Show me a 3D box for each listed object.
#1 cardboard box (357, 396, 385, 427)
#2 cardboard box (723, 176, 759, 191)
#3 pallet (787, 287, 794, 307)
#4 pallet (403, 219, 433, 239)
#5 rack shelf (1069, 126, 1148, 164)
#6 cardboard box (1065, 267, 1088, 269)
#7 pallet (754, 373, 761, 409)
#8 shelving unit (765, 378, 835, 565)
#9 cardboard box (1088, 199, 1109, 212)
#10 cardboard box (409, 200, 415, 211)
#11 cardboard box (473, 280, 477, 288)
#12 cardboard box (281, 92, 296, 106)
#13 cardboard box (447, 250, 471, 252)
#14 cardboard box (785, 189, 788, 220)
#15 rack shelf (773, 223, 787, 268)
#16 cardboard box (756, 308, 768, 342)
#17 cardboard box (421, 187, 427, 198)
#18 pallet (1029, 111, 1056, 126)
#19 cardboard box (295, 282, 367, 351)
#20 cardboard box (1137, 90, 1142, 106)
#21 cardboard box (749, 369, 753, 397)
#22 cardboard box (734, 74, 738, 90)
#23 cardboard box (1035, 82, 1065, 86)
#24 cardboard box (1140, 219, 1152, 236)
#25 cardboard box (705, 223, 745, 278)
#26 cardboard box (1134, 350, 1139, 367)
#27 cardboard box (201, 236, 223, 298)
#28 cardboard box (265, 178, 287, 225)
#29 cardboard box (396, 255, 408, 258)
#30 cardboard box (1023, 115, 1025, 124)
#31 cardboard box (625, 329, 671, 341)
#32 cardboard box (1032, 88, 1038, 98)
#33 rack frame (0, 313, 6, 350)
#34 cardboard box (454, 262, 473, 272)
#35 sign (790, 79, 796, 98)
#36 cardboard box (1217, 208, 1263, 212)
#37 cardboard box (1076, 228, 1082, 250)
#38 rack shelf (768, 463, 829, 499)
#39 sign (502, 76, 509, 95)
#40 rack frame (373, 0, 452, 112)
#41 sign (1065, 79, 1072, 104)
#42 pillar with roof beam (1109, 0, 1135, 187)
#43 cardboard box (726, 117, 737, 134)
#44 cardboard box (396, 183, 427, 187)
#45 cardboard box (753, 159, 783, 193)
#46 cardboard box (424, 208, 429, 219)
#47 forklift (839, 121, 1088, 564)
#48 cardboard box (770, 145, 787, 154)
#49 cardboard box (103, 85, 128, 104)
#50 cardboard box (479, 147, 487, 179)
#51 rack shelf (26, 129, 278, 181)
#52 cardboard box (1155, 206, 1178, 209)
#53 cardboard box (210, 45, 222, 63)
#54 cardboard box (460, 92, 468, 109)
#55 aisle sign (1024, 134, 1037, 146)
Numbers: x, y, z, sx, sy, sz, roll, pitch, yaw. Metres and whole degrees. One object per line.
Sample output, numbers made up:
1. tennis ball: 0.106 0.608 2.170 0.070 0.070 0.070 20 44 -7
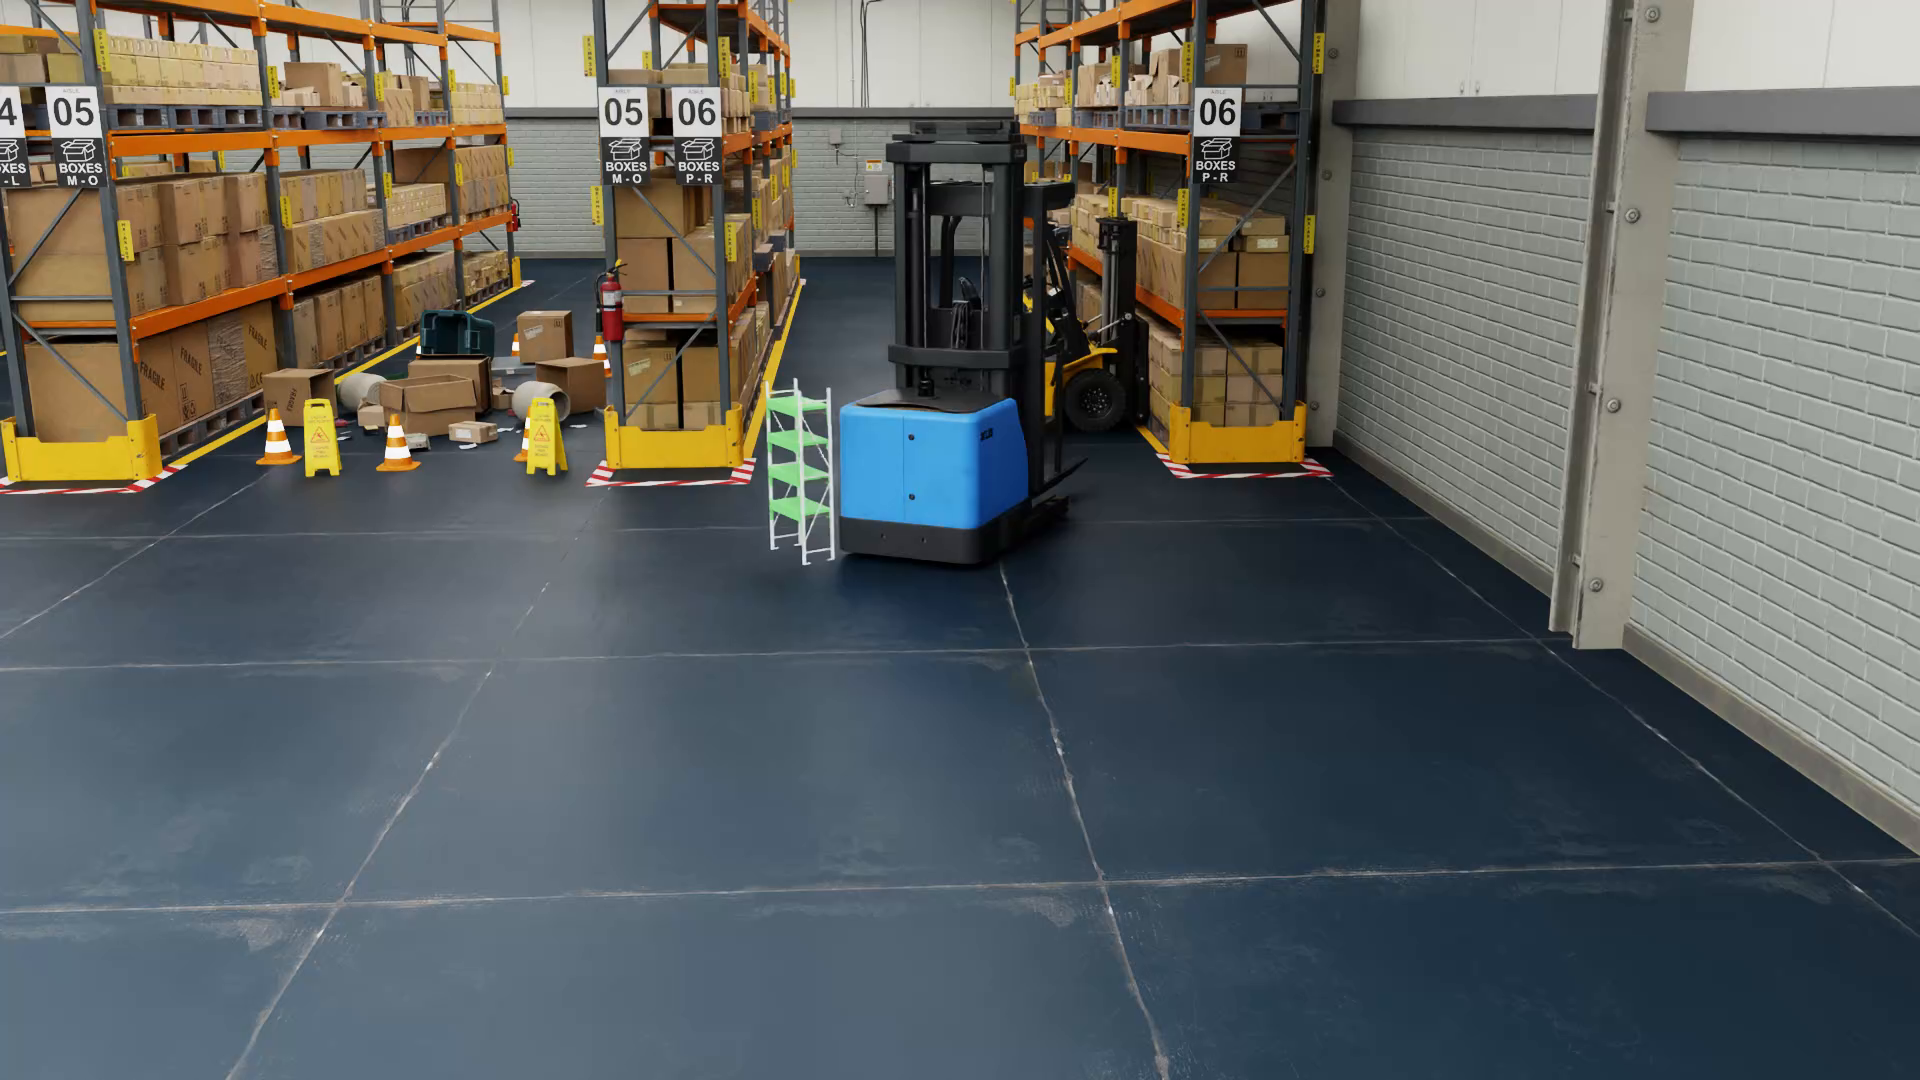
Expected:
1. cardboard box: -5.729 -1.273 16.442 0.396 0.266 0.258 2 15 6
2. cardboard box: -2.416 -3.930 18.340 0.380 0.149 0.250 -1 14 -4
3. pallet: -3.204 -3.927 26.867 1.003 0.211 1.213 -1 14 -3
4. pallet: -8.085 -4.390 23.453 1.003 0.211 1.213 -1 14 -3
5. rack shelf: 2.090 -4.777 19.997 1.077 0.370 4.000 -1 14 -3
6. cardboard box: 1.692 -3.796 23.632 0.380 0.149 0.250 0 14 -2
7. pallet: -2.663 -1.581 17.747 1.003 0.211 1.213 -1 14 -3
8. shelving unit: -1.104 -0.478 11.474 0.258 1.200 0.503 -9 17 -31
9. cardboard box: 1.783 -4.128 20.549 0.380 0.149 0.250 -1 14 -2
10. cardboard box: -7.833 -4.660 23.184 0.380 0.149 0.250 -1 14 -4
11. cardboard box: -8.072 -4.160 27.054 0.380 0.149 0.250 -2 15 -6
12. cardboard box: -7.491 -4.841 18.262 0.250 0.149 0.380 -1 14 -3
13. cardboard box: -8.724 -4.956 28.953 0.380 0.149 0.250 -2 15 -6
14. cardboard box: -3.030 -5.382 26.723 0.500 0.500 0.500 -1 14 -3
15. rack shelf: -3.111 -4.242 23.936 1.077 0.370 4.000 -1 14 -3
16. cardboard box: -2.909 -2.699 20.929 0.950 0.372 0.625 -1 14 -5
17. cardboard box: -7.890 -5.001 23.912 0.380 0.149 0.250 -1 14 -5
18. pallet: 1.689 -6.363 25.096 1.213 0.211 1.003 -1 14 -3
19. cardboard box: -7.916 -2.735 20.308 1.050 0.750 0.750 -1 14 -3
20. cardboard box: 1.987 -4.451 16.746 0.380 0.149 0.250 0 14 -2
21. cardboard box: -2.365 -1.568 16.776 0.500 0.250 0.500 -1 14 -3
22. cardboard box: -2.311 -4.356 15.819 0.380 0.149 0.250 -1 14 -3
23. cardboard box: 1.447 -7.053 26.100 0.500 0.250 0.500 -1 14 -3
24. cardboard box: 2.022 -3.136 16.692 0.380 0.149 0.250 -1 14 -5
25. cardboard box: -2.352 -2.799 16.089 0.500 0.500 0.500 -1 14 -5
26. cardboard box: 2.019 -1.788 16.629 0.500 0.250 0.500 -1 14 -4
27. cardboard box: -7.534 -2.575 15.712 0.875 0.550 0.500 -1 14 -3
28. cardboard box: -7.711 -3.652 17.995 0.700 0.500 0.500 -1 14 -4
29. cardboard box: -8.352 -4.022 24.306 0.500 0.250 0.500 0 14 -2
30. cardboard box: 1.256 -7.025 27.795 0.380 0.149 0.250 -1 14 -3
31. cardboard box: -2.892 -1.938 15.406 0.380 0.149 0.250 0 14 -2
32. cardboard box: 1.299 -6.811 25.322 0.380 0.149 0.250 0 14 -2
33. rack frame: -12.878 -3.940 21.319 1.000 3.000 0.127 -1 14 -3
34. cardboard box: -8.046 -4.382 26.721 0.380 0.149 0.250 -1 14 -5
35. sign: -2.941 -7.930 29.191 0.100 0.325 0.005 -1 14 -3
36. cardboard box: 2.682 -3.099 15.951 0.380 0.149 0.250 -1 14 -5
37. cardboard box: 1.776 -3.858 21.303 0.500 0.250 0.500 -1 14 -5
38. rack shelf: -1.104 -0.416 11.490 0.258 0.148 0.480 -9 17 -31
39. sign: -7.862 -7.866 28.781 0.100 0.325 0.005 -1 14 -3
40. rack frame: -8.170 -7.891 24.637 1.000 3.000 0.127 -1 14 -3
41. sign: 1.425 -5.865 21.746 0.100 0.325 0.005 -1 14 -3
42. pillar with roof beam: -1.722 -8.191 25.802 9.100 9.000 0.400 -1 14 -3
43. cardboard box: -2.272 -3.843 15.427 0.380 0.149 0.250 -1 14 -3
44. cardboard box: -8.482 -5.294 25.786 0.500 0.500 0.500 -1 14 -3
45. cardboard box: -2.957 -5.513 25.226 0.500 0.500 0.500 0 14 -2
46. cardboard box: -7.879 -4.714 23.989 0.380 0.149 0.250 -2 15 -6
47. forklift: 0.187 -1.578 12.279 1.130 2.935 3.031 6 16 21
48. cardboard box: -3.147 -6.654 28.359 0.380 0.149 0.250 -1 14 -2
49. cardboard box: -7.127 -3.675 13.729 0.380 0.149 0.250 -1 14 -3
50. cardboard box: -8.032 -6.161 27.147 0.500 0.500 0.500 -1 14 -5
51. rack shelf: -7.550 -3.603 15.435 1.077 0.370 4.000 -1 14 -3
52. cardboard box: 2.130 -3.217 16.412 0.380 0.149 0.250 -1 14 -3
53. cardboard box: -7.269 -4.627 15.832 0.380 0.149 0.250 -1 14 -3
54. cardboard box: -7.986 -6.856 25.929 0.500 0.250 0.500 -1 14 -4
55. aisle sign: 1.173 -7.431 29.672 0.394 0.787 0.004 -1 14 -3
